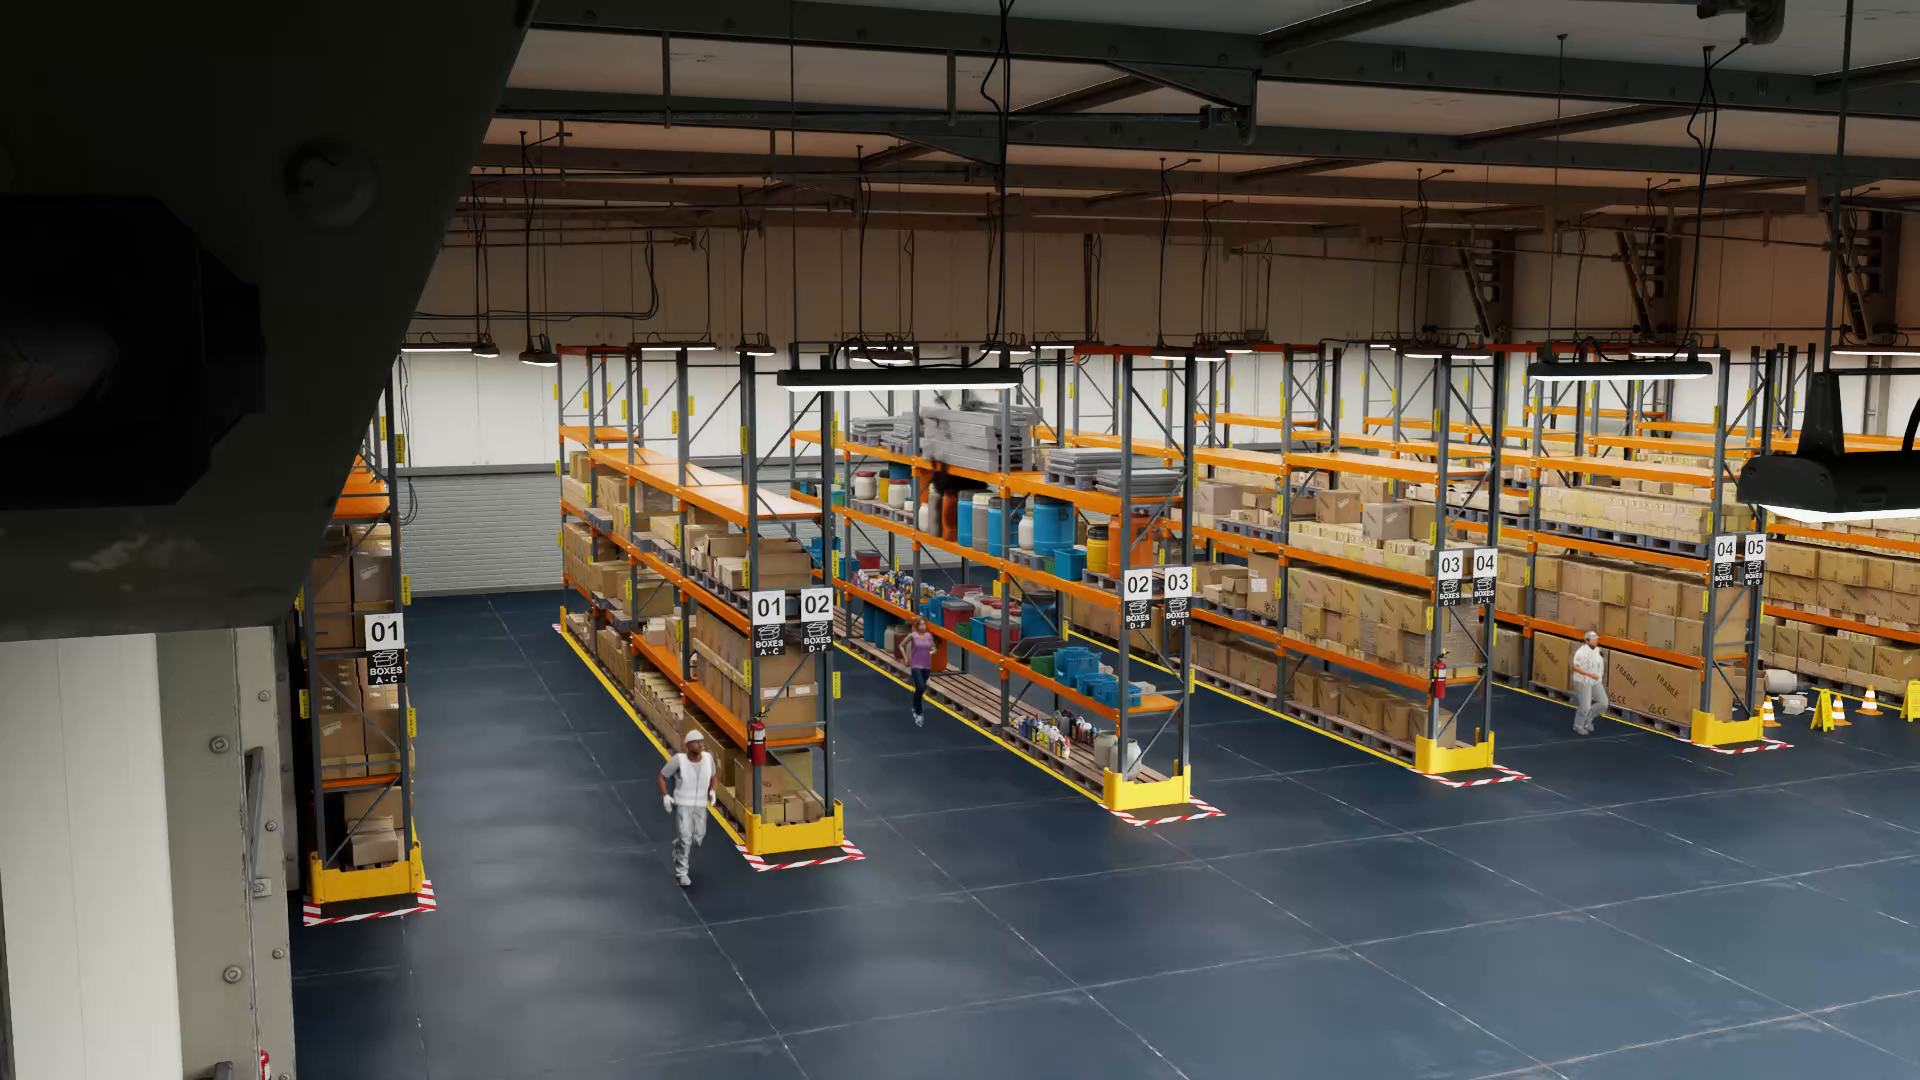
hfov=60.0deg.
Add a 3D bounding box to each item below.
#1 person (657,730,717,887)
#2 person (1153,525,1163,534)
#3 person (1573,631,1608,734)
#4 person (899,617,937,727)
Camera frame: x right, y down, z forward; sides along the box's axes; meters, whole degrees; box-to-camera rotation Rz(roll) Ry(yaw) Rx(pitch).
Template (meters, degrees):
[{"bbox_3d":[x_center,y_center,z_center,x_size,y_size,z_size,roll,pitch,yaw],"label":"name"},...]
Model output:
[{"bbox_3d":[-3.121,3.051,19.225,0.727,1.731,0.726,-4,9,-31],"label":"person"},{"bbox_3d":[4.707,0.291,41.151,0.683,1.695,0.797,-3,8,-21],"label":"person"},{"bbox_3d":[9.833,2.231,25.934,0.615,1.632,0.573,-3,8,-23],"label":"person"},{"bbox_3d":[-0.614,2.017,25.583,0.487,1.671,0.672,-4,8,-30],"label":"person"}]
